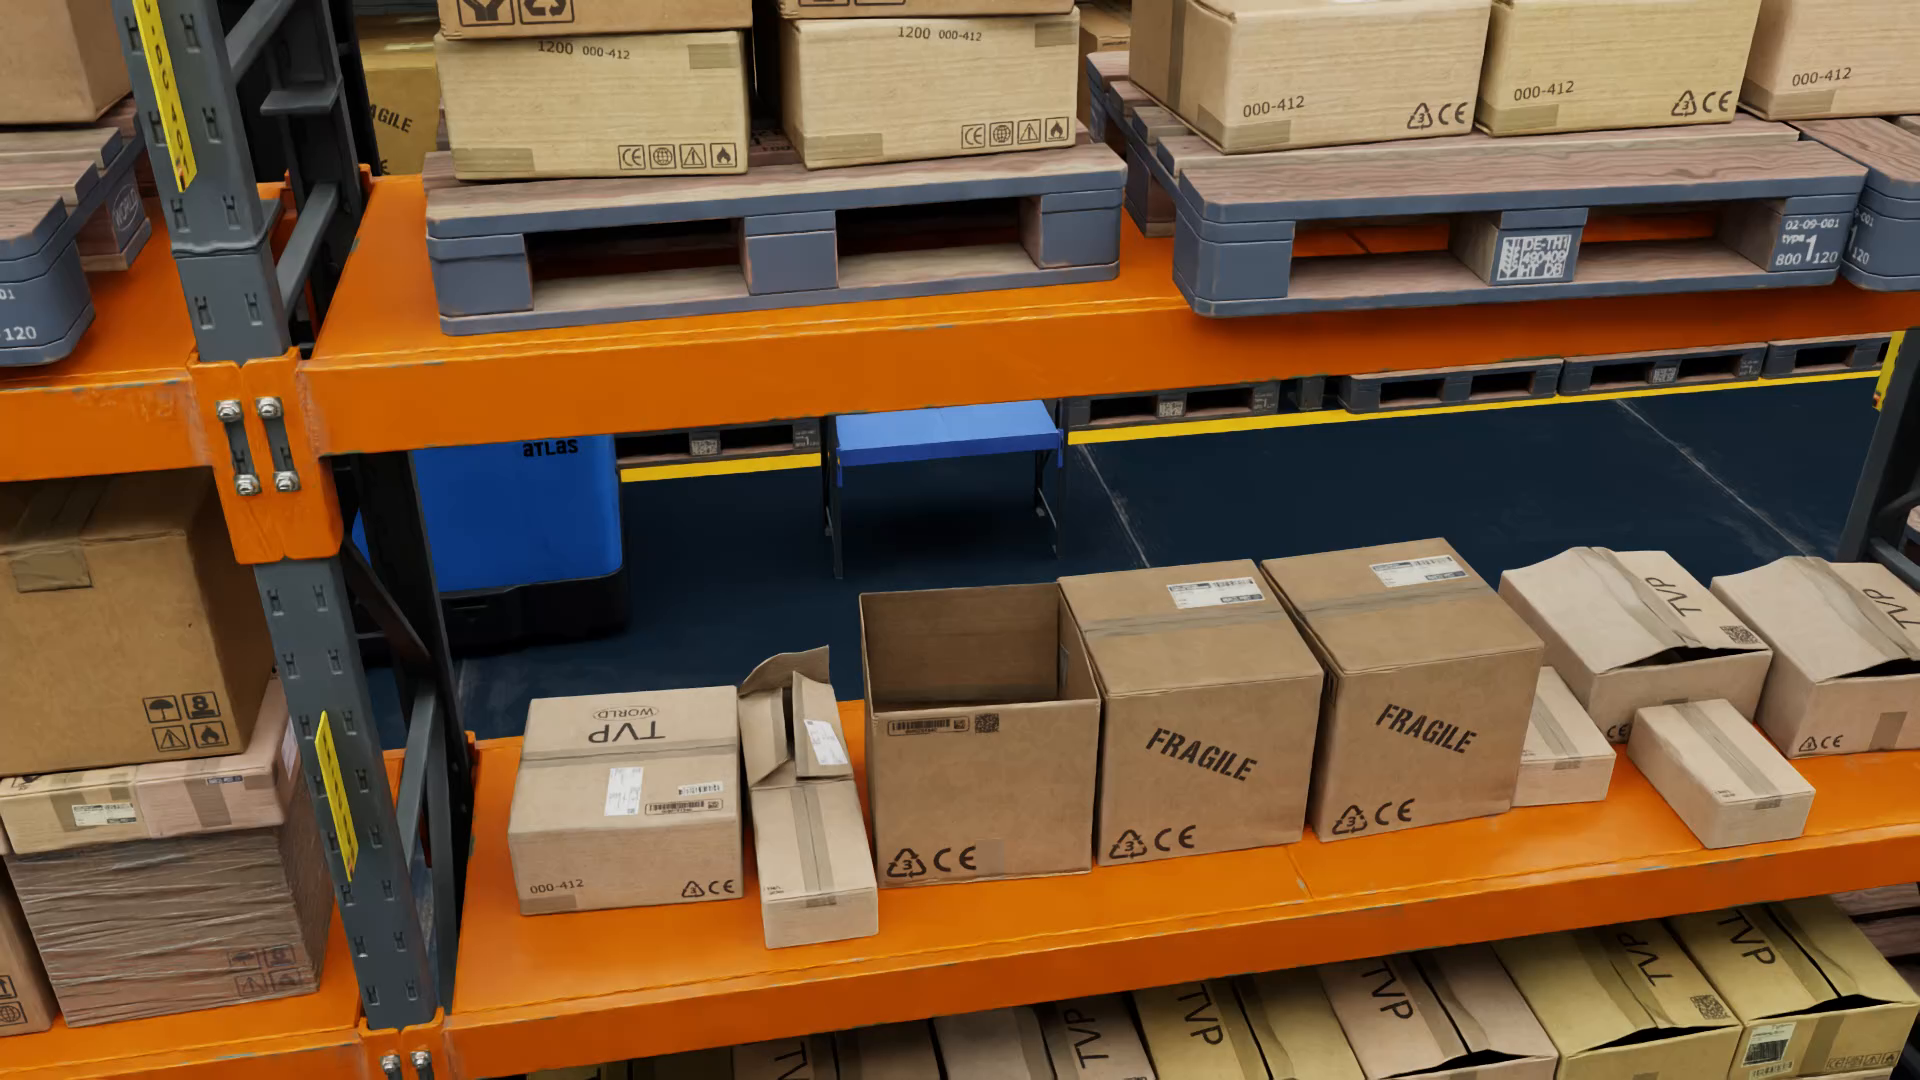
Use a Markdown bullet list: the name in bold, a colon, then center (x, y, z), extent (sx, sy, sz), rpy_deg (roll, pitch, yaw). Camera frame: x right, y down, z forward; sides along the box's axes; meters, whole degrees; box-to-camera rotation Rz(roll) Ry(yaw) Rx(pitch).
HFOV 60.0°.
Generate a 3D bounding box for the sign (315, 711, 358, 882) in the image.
- **sign**: center (-1.143, 0.473, 3.054), extent (0.005, 0.325, 0.100), rpy_deg (-5, 31, -9)

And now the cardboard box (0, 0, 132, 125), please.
- **cardboard box**: center (-1.788, -1.059, 2.982), extent (0.500, 0.500, 0.500), rpy_deg (-3, 31, -5)

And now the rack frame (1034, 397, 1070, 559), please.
- **rack frame**: center (0.416, -0.685, 7.436), extent (0.032, 1.500, 0.500), rpy_deg (-5, 31, -9)

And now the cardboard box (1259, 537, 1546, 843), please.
- **cardboard box**: center (1.042, 0.357, 4.085), extent (0.500, 0.500, 0.500), rpy_deg (-7, 31, -12)

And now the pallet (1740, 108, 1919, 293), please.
- **pallet**: center (2.038, -0.867, 3.491), extent (1.003, 0.211, 1.213), rpy_deg (-4, 31, -7)

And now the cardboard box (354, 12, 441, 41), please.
- **cardboard box**: center (-2.641, -2.194, 7.911), extent (0.500, 0.500, 0.500), rpy_deg (-6, 31, -10)

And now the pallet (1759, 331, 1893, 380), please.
- **pallet**: center (4.983, -1.286, 9.729), extent (1.213, 0.211, 1.003), rpy_deg (-5, 31, -9)

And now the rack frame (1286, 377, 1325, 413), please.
- **rack frame**: center (1.794, -2.231, 8.585), extent (0.127, 3.000, 1.000), rpy_deg (-5, 31, -9)

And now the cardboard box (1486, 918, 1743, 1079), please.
- **cardboard box**: center (1.709, 1.222, 4.457), extent (0.500, 0.311, 0.500), rpy_deg (-6, 31, -10)

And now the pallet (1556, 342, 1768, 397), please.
- **pallet**: center (3.781, -1.173, 9.537), extent (1.213, 0.211, 1.003), rpy_deg (-5, 31, -9)

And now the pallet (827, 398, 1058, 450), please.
- **pallet**: center (-0.173, -0.849, 8.985), extent (1.213, 0.211, 1.003), rpy_deg (-5, 31, -9)

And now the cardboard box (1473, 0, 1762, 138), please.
- **cardboard box**: center (1.177, -0.998, 3.262), extent (0.500, 0.250, 0.500), rpy_deg (-6, 31, -10)

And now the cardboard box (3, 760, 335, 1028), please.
- **cardboard box**: center (-1.680, 0.604, 3.664), extent (0.500, 0.500, 0.700), rpy_deg (-6, 31, -10)

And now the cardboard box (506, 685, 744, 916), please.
- **cardboard box**: center (-0.768, 0.602, 3.916), extent (0.500, 0.250, 0.500), rpy_deg (-3, 31, -6)

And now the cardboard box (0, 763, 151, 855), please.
- **cardboard box**: center (-1.717, 0.434, 3.314), extent (0.250, 0.149, 0.380), rpy_deg (-6, 31, -10)

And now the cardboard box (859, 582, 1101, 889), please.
- **cardboard box**: center (0.032, 0.450, 3.926), extent (0.500, 0.500, 0.500), rpy_deg (-3, 31, -5)

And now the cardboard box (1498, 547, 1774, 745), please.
- **cardboard box**: center (1.775, 0.262, 4.433), extent (0.500, 0.311, 0.500), rpy_deg (-6, 31, -10)

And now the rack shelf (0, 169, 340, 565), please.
- **rack shelf**: center (-3.212, -0.197, 2.876), extent (4.000, 0.370, 1.077), rpy_deg (-5, 31, -9)

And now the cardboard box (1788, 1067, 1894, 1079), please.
- **cardboard box**: center (2.216, 1.412, 4.687), extent (0.500, 0.250, 0.500), rpy_deg (-5, 31, -8)

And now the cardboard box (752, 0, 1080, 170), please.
- **cardboard box**: center (-0.097, -0.909, 3.110), extent (0.500, 0.250, 0.500), rpy_deg (-8, 31, -14)

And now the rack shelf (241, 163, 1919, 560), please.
- **rack shelf**: center (0.723, -0.562, 3.497), extent (4.000, 0.370, 1.077), rpy_deg (-5, 31, -9)

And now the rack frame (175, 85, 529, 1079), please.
- **rack frame**: center (-1.245, 0.604, 3.764), extent (0.127, 3.000, 1.000), rpy_deg (-5, 31, -9)

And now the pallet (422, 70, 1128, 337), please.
- **pallet**: center (-0.379, -0.694, 3.200), extent (1.217, 0.209, 0.805), rpy_deg (-7, 31, -11)

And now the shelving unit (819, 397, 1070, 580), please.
- **shelving unit**: center (-0.084, -0.639, 7.357), extent (1.048, 1.500, 0.538), rpy_deg (-5, 31, -9)

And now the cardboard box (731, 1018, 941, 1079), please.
- **cardboard box**: center (-0.300, 1.410, 4.139), extent (0.500, 0.311, 0.500), rpy_deg (-6, 31, -10)

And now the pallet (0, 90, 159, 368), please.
- **pallet**: center (-2.079, -0.560, 2.872), extent (1.213, 0.211, 1.003), rpy_deg (-5, 31, -9)

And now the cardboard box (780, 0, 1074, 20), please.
- **cardboard box**: center (-0.075, -1.229, 2.916), extent (0.500, 0.500, 0.500), rpy_deg (-2, 31, -4)

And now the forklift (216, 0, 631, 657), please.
- **forklift**: center (-2.972, -0.959, 6.489), extent (3.031, 2.935, 1.130), rpy_deg (-6, 31, -10)

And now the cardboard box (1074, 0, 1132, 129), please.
- **cardboard box**: center (0.789, -2.351, 8.257), extent (0.500, 0.500, 0.700), rpy_deg (-8, 31, -14)

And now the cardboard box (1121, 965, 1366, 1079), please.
- **cardboard box**: center (0.719, 1.312, 4.305), extent (0.500, 0.311, 0.500), rpy_deg (-4, 31, -8)

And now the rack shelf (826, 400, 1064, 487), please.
- **rack shelf**: center (-0.084, -0.484, 7.448), extent (1.000, 0.185, 0.538), rpy_deg (-5, 31, -9)

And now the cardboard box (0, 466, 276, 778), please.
- **cardboard box**: center (-1.680, 0.045, 3.336), extent (0.500, 0.500, 0.700), rpy_deg (-5, 31, -9)

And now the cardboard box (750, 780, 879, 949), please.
- **cardboard box**: center (-0.336, 0.733, 3.792), extent (0.250, 0.149, 0.380), rpy_deg (-5, 31, -9)
